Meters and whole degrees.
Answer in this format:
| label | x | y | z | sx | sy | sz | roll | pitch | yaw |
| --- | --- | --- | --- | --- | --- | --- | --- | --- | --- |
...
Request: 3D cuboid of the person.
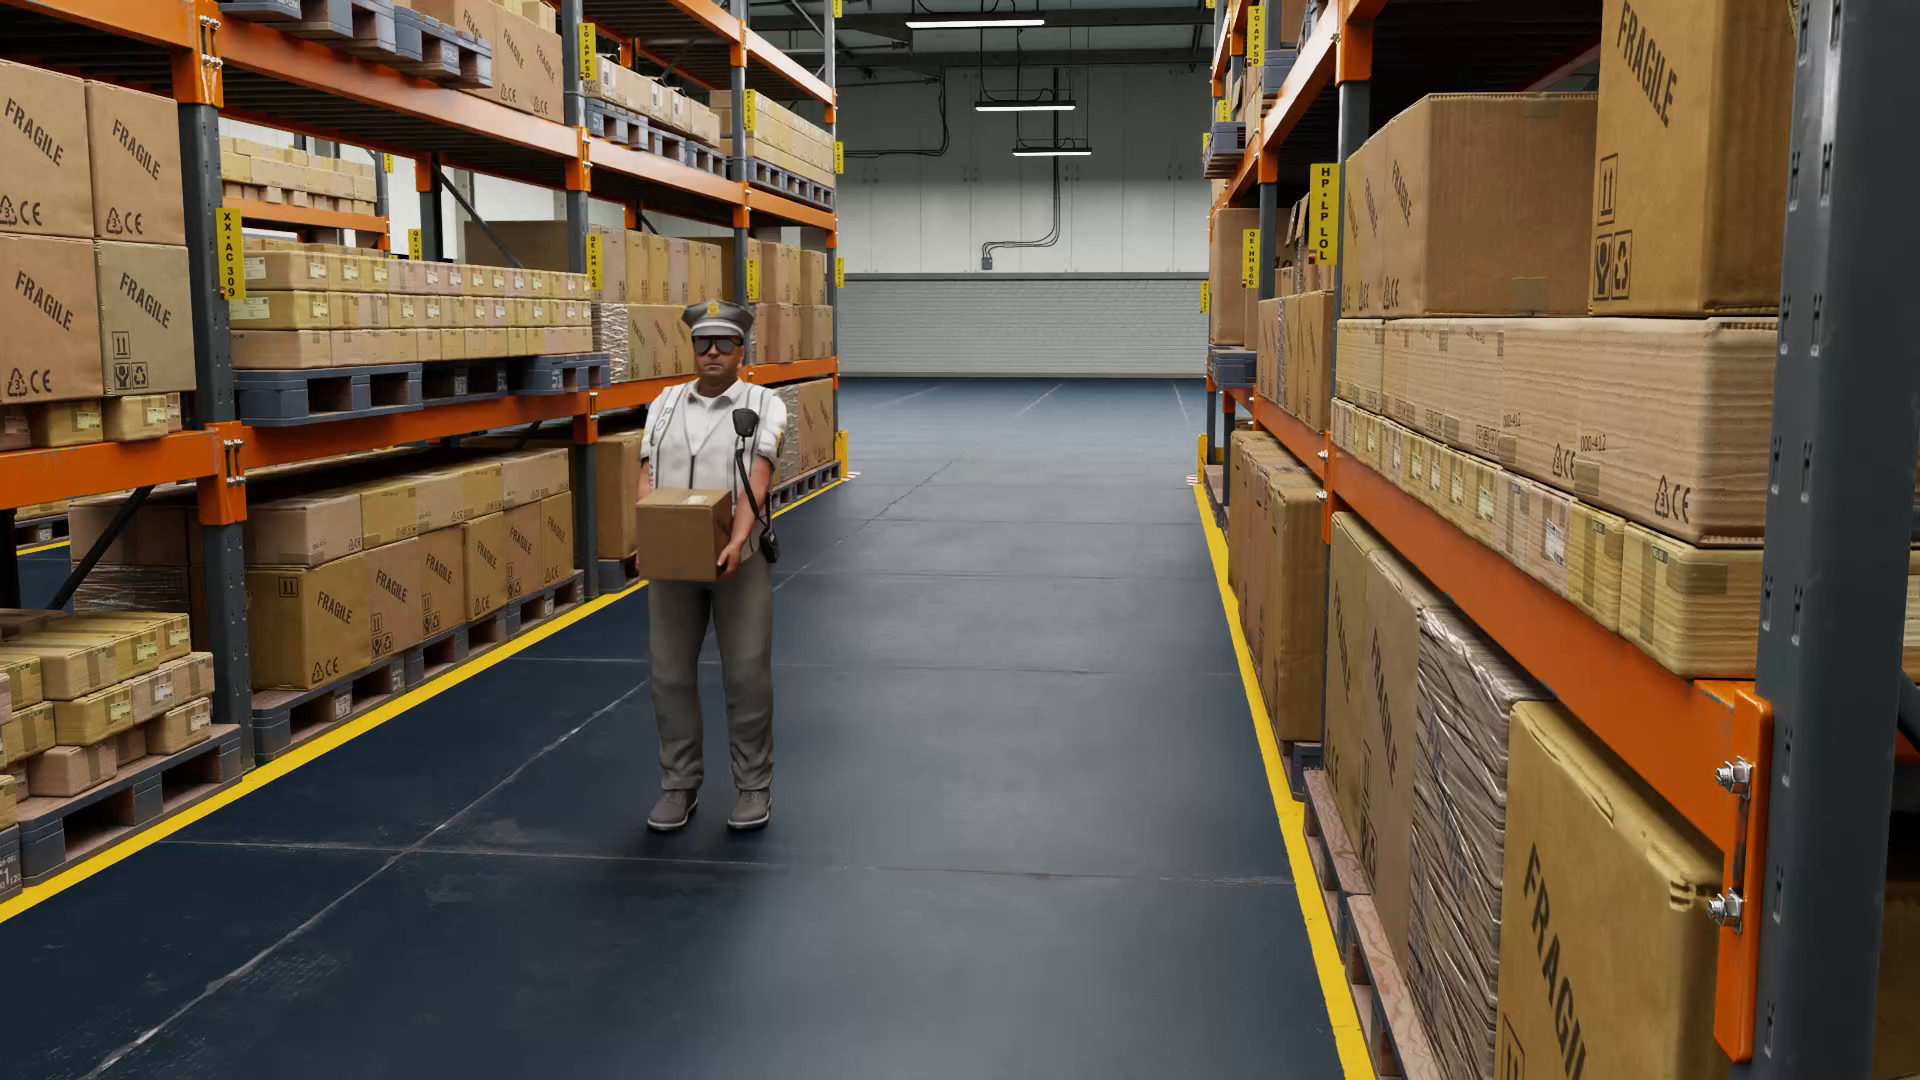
| label | x | y | z | sx | sy | sz | roll | pitch | yaw |
| --- | --- | --- | --- | --- | --- | --- | --- | --- | --- |
| person | -0.845 | 0.085 | 5.568 | 0.494 | 1.767 | 0.565 | 1 | 8 | 7 |
